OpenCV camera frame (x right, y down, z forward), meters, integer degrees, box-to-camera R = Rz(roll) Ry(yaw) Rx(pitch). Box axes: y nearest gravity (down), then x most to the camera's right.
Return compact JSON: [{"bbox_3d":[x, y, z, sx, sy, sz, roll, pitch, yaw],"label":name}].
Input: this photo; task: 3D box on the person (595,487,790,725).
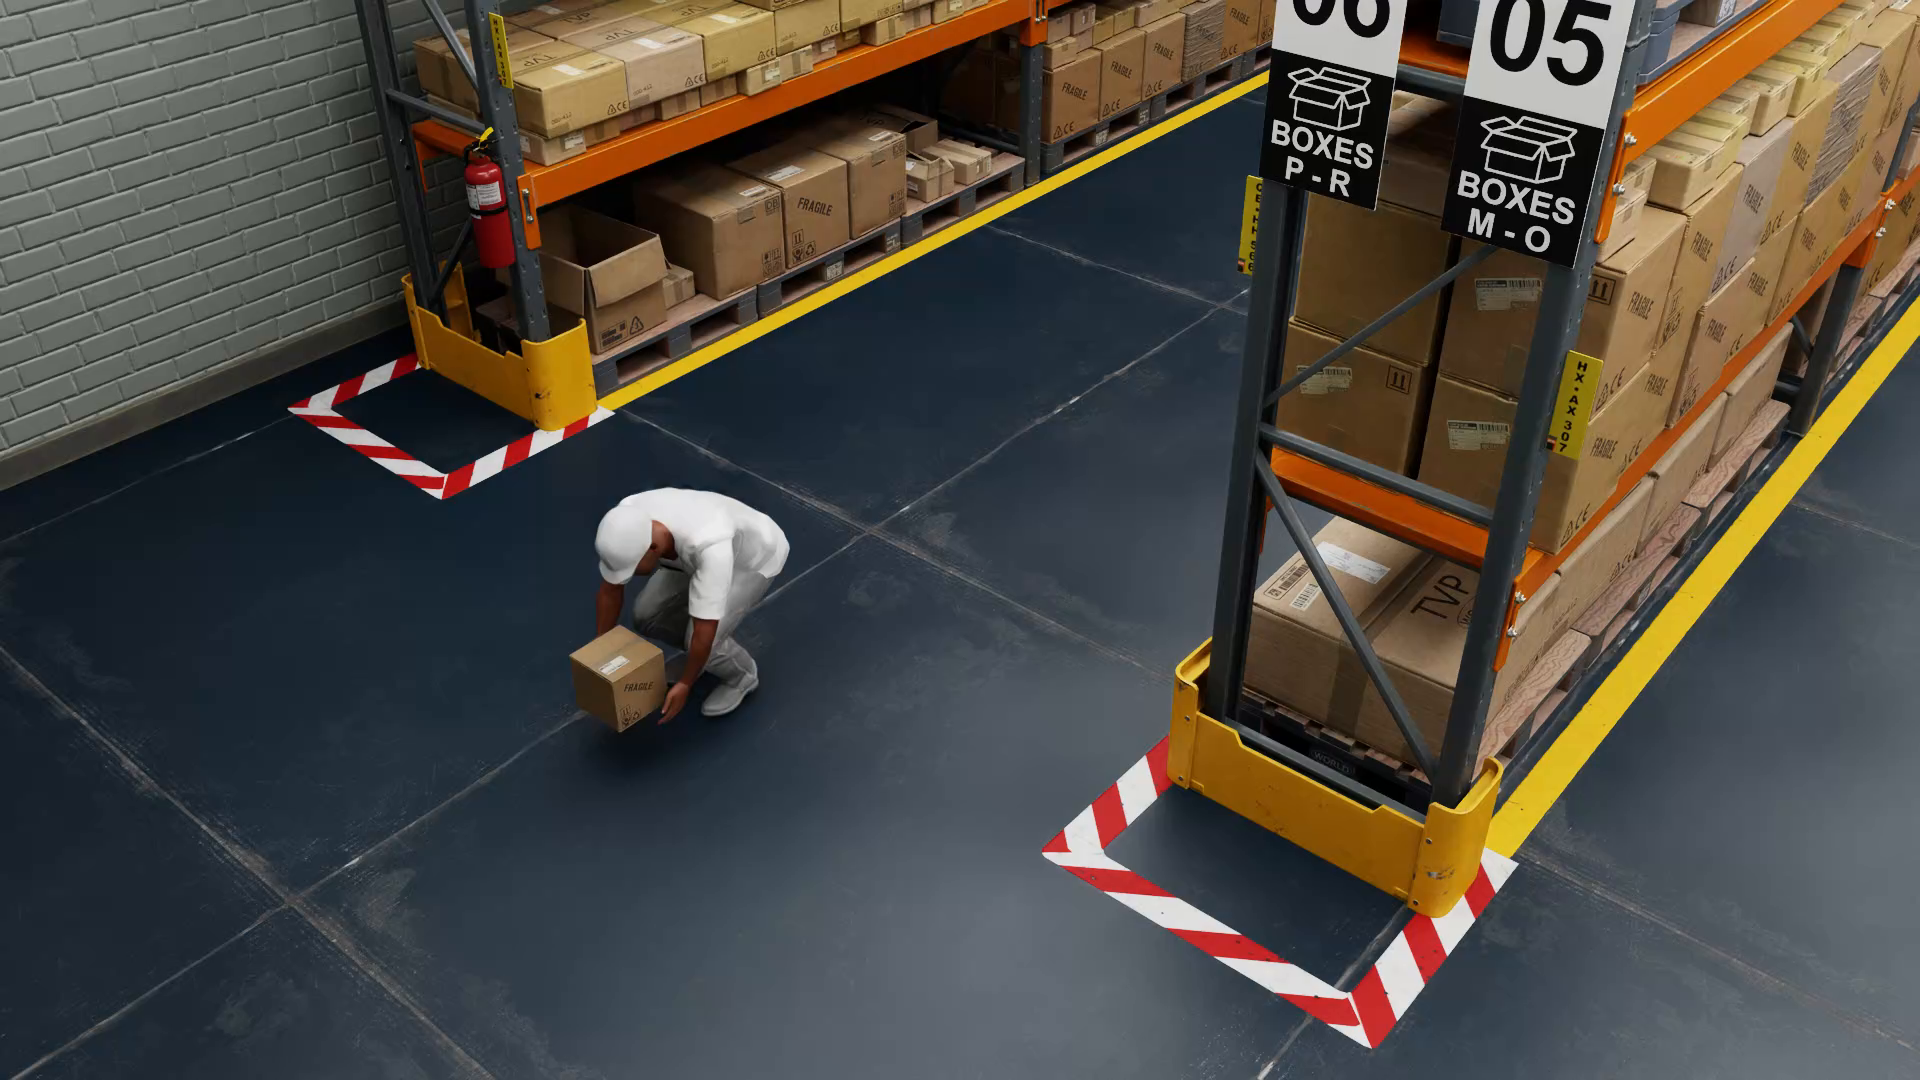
[{"bbox_3d":[-1.023,0.196,6.437,0.599,1.091,0.867,25,42,32],"label":"person"}]
